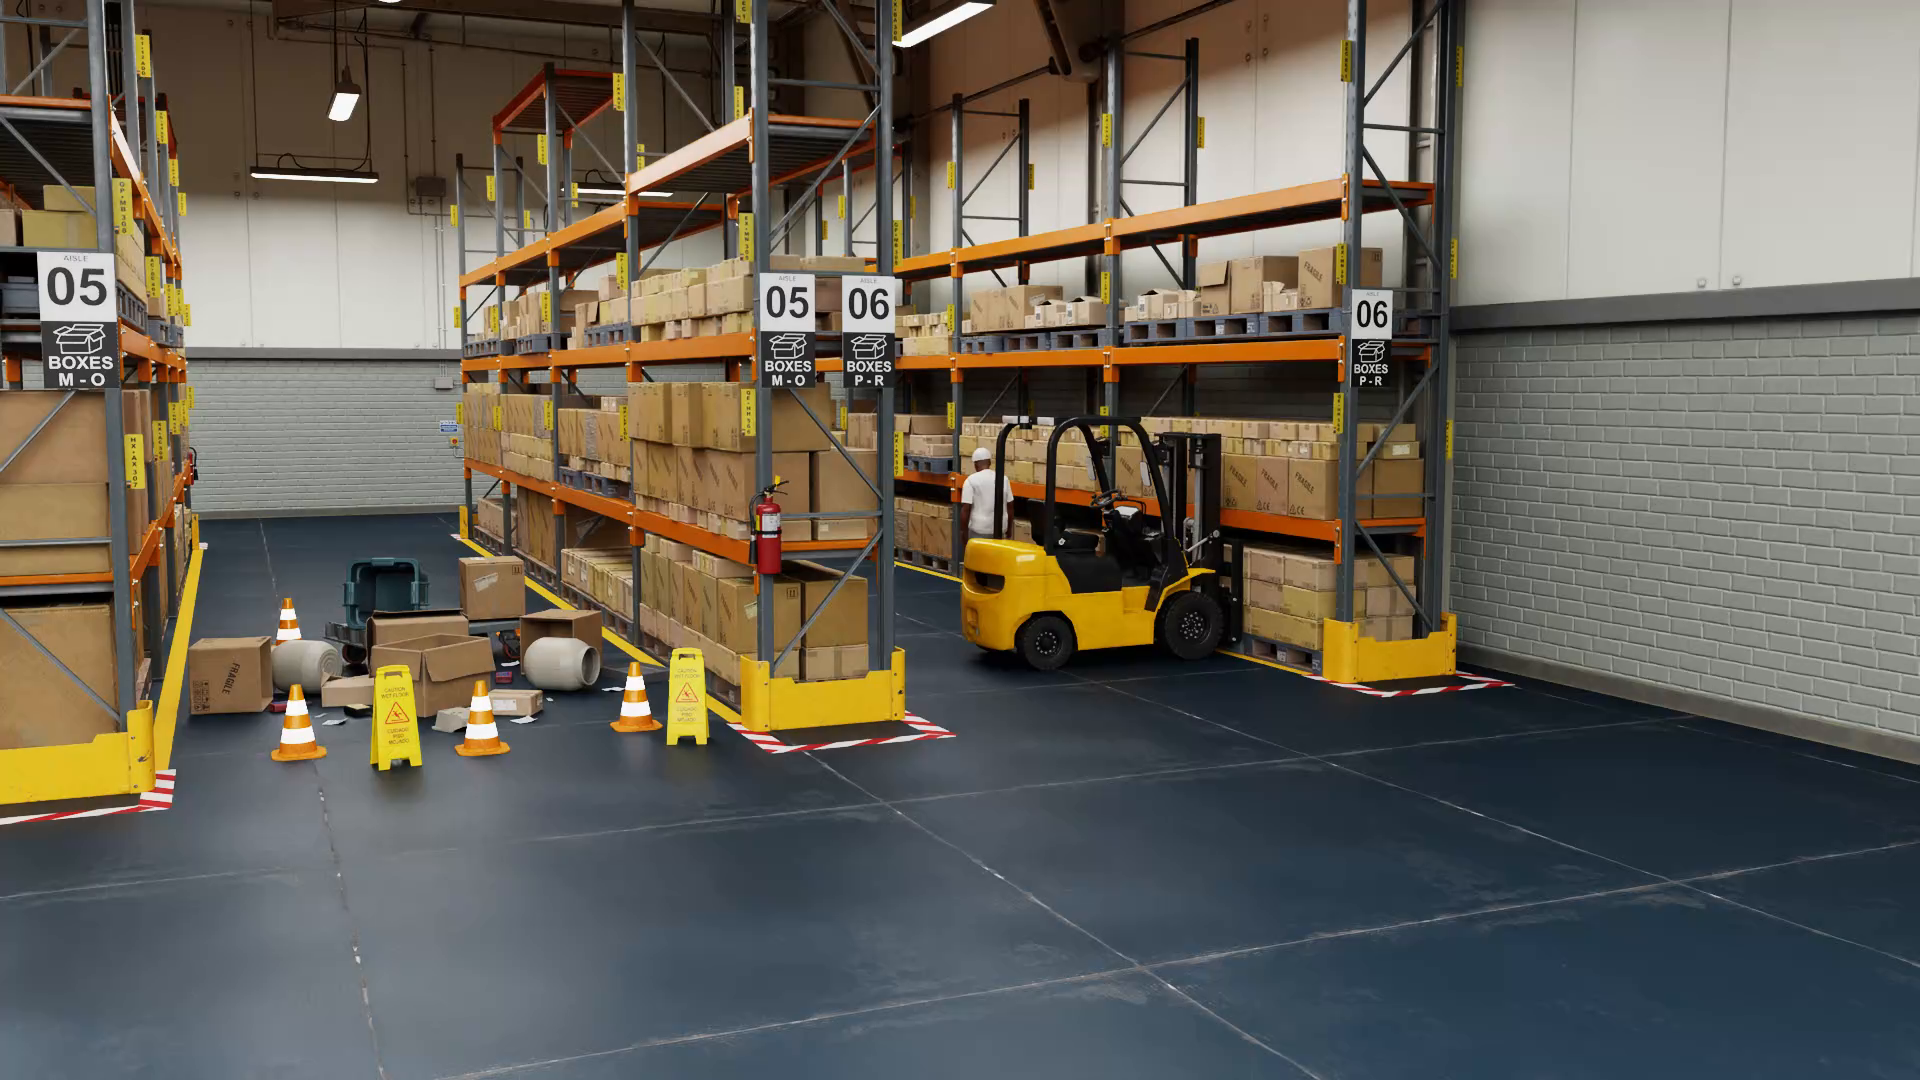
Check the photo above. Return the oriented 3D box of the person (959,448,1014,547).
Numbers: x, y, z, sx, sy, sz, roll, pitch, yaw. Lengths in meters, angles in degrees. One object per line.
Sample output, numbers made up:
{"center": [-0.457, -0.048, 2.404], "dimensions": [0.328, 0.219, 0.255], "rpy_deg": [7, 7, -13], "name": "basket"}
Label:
{"center": [0.281, -0.110, 17.840], "dimensions": [0.627, 1.760, 0.461], "rpy_deg": [-2, 6, -24], "name": "person"}
